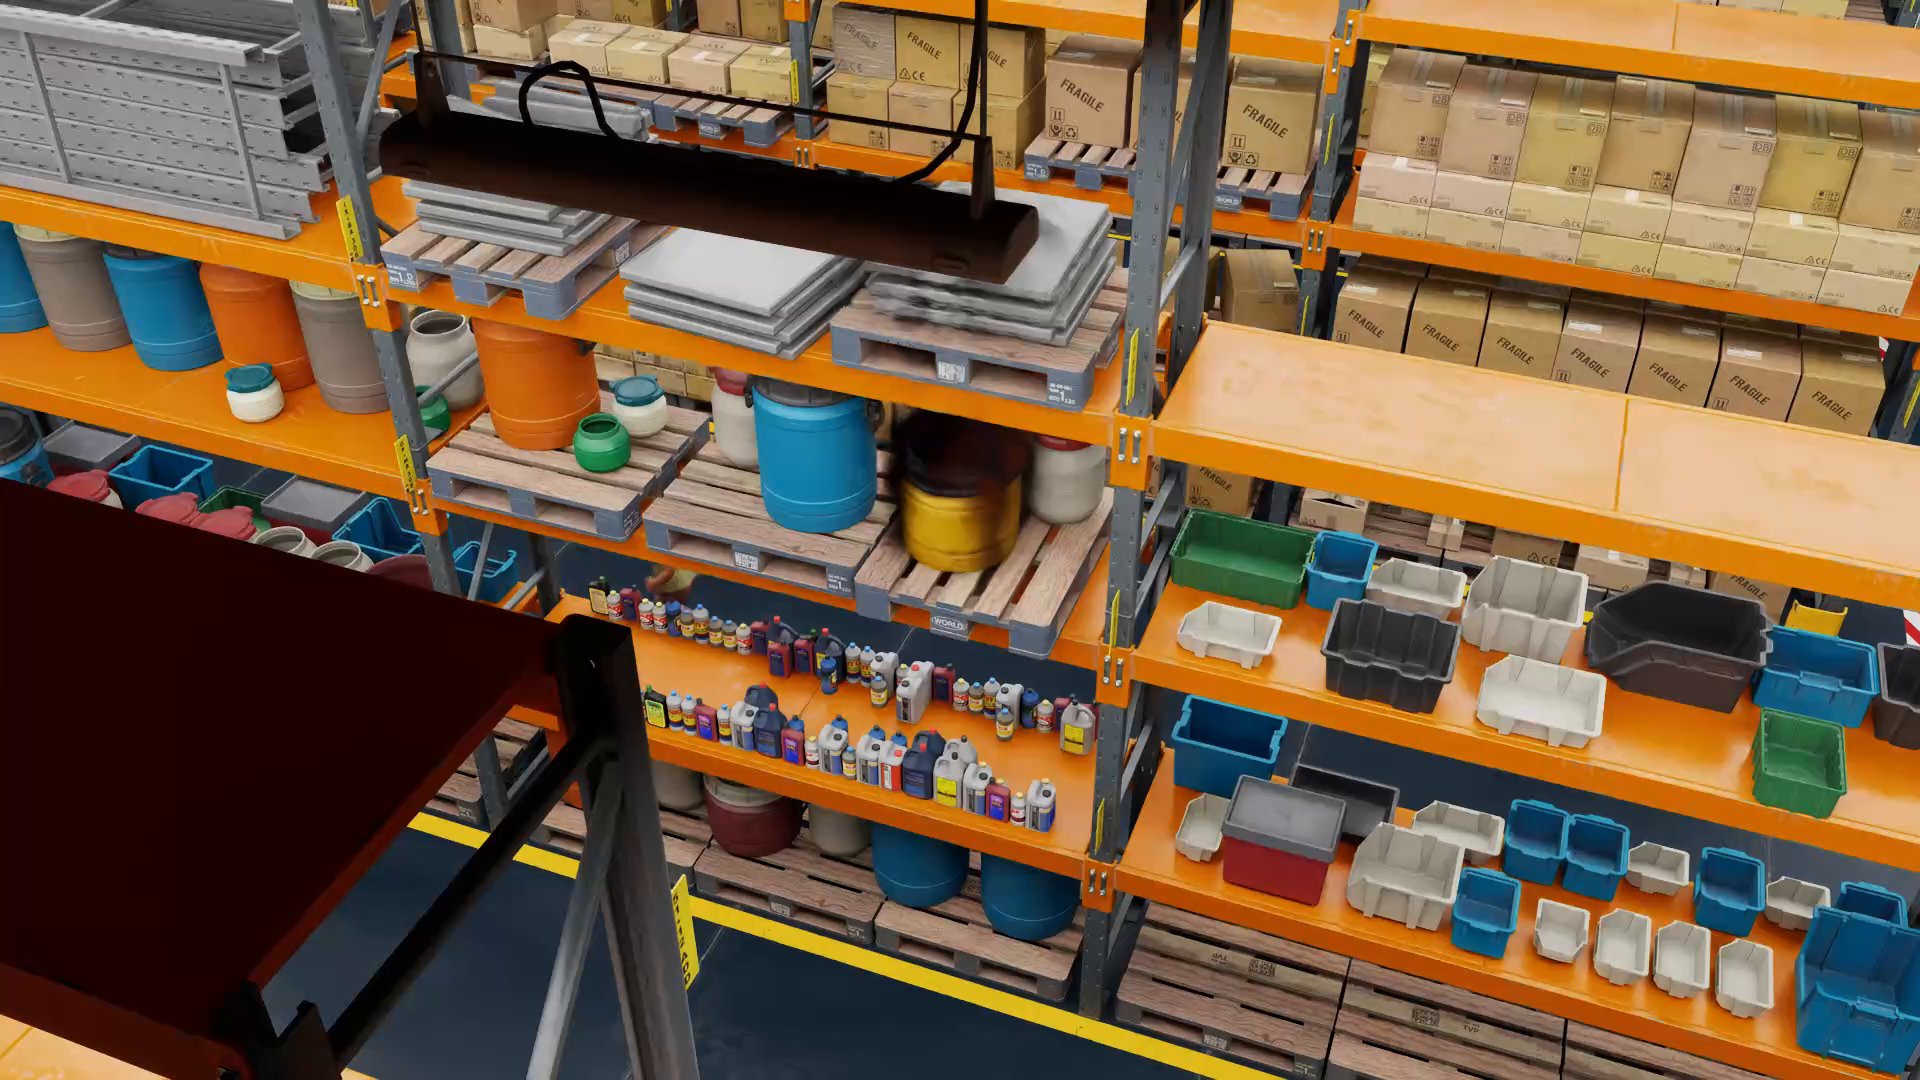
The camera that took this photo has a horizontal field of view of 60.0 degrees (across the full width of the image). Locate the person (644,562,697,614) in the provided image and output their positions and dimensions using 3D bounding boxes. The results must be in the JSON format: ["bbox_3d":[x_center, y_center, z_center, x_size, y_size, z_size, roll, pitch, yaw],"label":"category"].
[{"bbox_3d":[-1.931,0.279,11.680,0.557,1.609,0.581,8,37,11],"label":"person"}]
